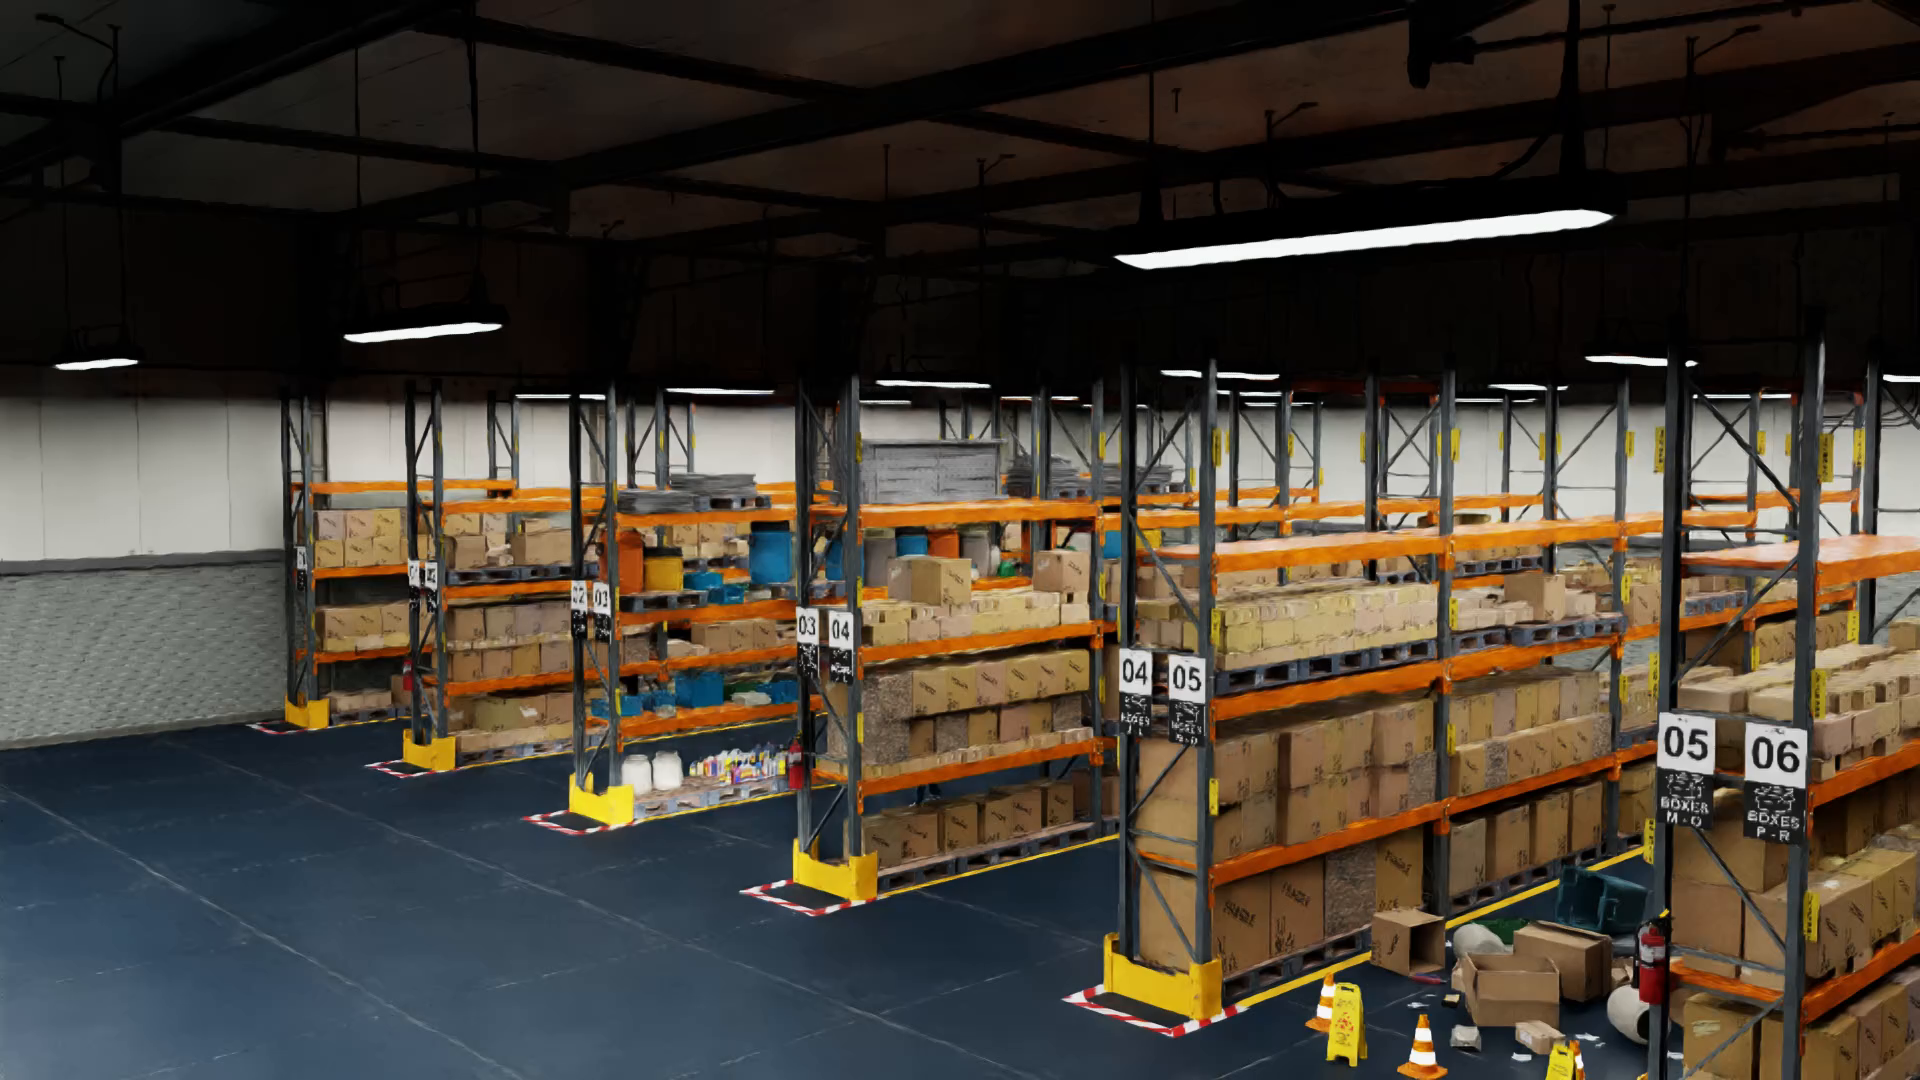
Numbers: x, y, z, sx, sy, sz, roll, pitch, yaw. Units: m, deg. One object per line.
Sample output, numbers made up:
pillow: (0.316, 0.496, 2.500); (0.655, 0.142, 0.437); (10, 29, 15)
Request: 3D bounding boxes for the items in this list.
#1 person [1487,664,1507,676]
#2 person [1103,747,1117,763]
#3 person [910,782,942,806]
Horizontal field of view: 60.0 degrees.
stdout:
person: (8.445, 2.647, 25.997); (1.030, 1.703, 0.556); (-4, 5, -45)
person: (2.195, 2.786, 24.581); (0.639, 1.632, 0.512); (4, 5, 44)
person: (-0.536, 2.918, 22.941); (0.412, 1.533, 0.955); (3, 5, 38)
